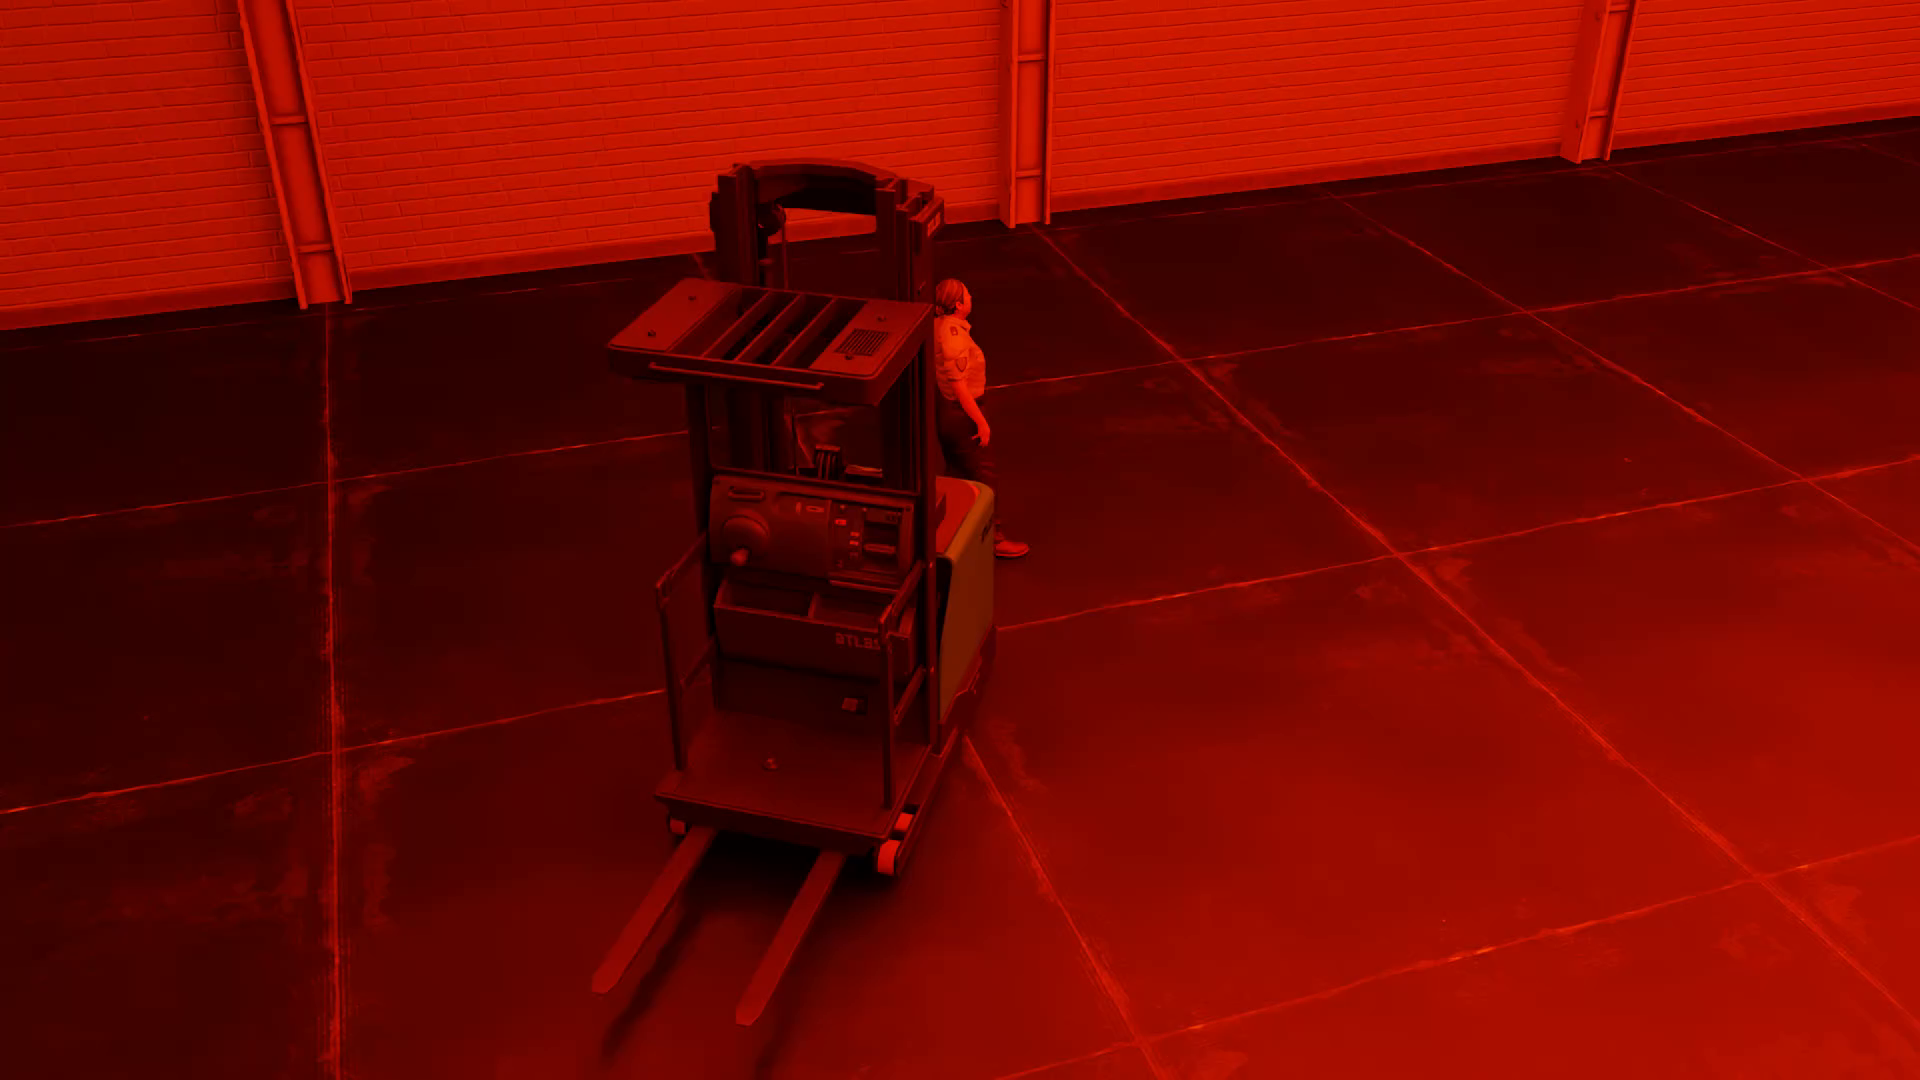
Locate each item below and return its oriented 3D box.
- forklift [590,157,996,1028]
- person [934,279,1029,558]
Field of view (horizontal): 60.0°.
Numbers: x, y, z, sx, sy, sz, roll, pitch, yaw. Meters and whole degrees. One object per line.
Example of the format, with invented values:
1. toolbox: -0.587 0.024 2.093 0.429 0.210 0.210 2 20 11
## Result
1. forklift: -0.709 0.011 7.069 1.130 2.935 3.031 8 31 14
2. person: 0.093 -0.724 9.618 0.502 1.651 0.598 -10 31 -16
